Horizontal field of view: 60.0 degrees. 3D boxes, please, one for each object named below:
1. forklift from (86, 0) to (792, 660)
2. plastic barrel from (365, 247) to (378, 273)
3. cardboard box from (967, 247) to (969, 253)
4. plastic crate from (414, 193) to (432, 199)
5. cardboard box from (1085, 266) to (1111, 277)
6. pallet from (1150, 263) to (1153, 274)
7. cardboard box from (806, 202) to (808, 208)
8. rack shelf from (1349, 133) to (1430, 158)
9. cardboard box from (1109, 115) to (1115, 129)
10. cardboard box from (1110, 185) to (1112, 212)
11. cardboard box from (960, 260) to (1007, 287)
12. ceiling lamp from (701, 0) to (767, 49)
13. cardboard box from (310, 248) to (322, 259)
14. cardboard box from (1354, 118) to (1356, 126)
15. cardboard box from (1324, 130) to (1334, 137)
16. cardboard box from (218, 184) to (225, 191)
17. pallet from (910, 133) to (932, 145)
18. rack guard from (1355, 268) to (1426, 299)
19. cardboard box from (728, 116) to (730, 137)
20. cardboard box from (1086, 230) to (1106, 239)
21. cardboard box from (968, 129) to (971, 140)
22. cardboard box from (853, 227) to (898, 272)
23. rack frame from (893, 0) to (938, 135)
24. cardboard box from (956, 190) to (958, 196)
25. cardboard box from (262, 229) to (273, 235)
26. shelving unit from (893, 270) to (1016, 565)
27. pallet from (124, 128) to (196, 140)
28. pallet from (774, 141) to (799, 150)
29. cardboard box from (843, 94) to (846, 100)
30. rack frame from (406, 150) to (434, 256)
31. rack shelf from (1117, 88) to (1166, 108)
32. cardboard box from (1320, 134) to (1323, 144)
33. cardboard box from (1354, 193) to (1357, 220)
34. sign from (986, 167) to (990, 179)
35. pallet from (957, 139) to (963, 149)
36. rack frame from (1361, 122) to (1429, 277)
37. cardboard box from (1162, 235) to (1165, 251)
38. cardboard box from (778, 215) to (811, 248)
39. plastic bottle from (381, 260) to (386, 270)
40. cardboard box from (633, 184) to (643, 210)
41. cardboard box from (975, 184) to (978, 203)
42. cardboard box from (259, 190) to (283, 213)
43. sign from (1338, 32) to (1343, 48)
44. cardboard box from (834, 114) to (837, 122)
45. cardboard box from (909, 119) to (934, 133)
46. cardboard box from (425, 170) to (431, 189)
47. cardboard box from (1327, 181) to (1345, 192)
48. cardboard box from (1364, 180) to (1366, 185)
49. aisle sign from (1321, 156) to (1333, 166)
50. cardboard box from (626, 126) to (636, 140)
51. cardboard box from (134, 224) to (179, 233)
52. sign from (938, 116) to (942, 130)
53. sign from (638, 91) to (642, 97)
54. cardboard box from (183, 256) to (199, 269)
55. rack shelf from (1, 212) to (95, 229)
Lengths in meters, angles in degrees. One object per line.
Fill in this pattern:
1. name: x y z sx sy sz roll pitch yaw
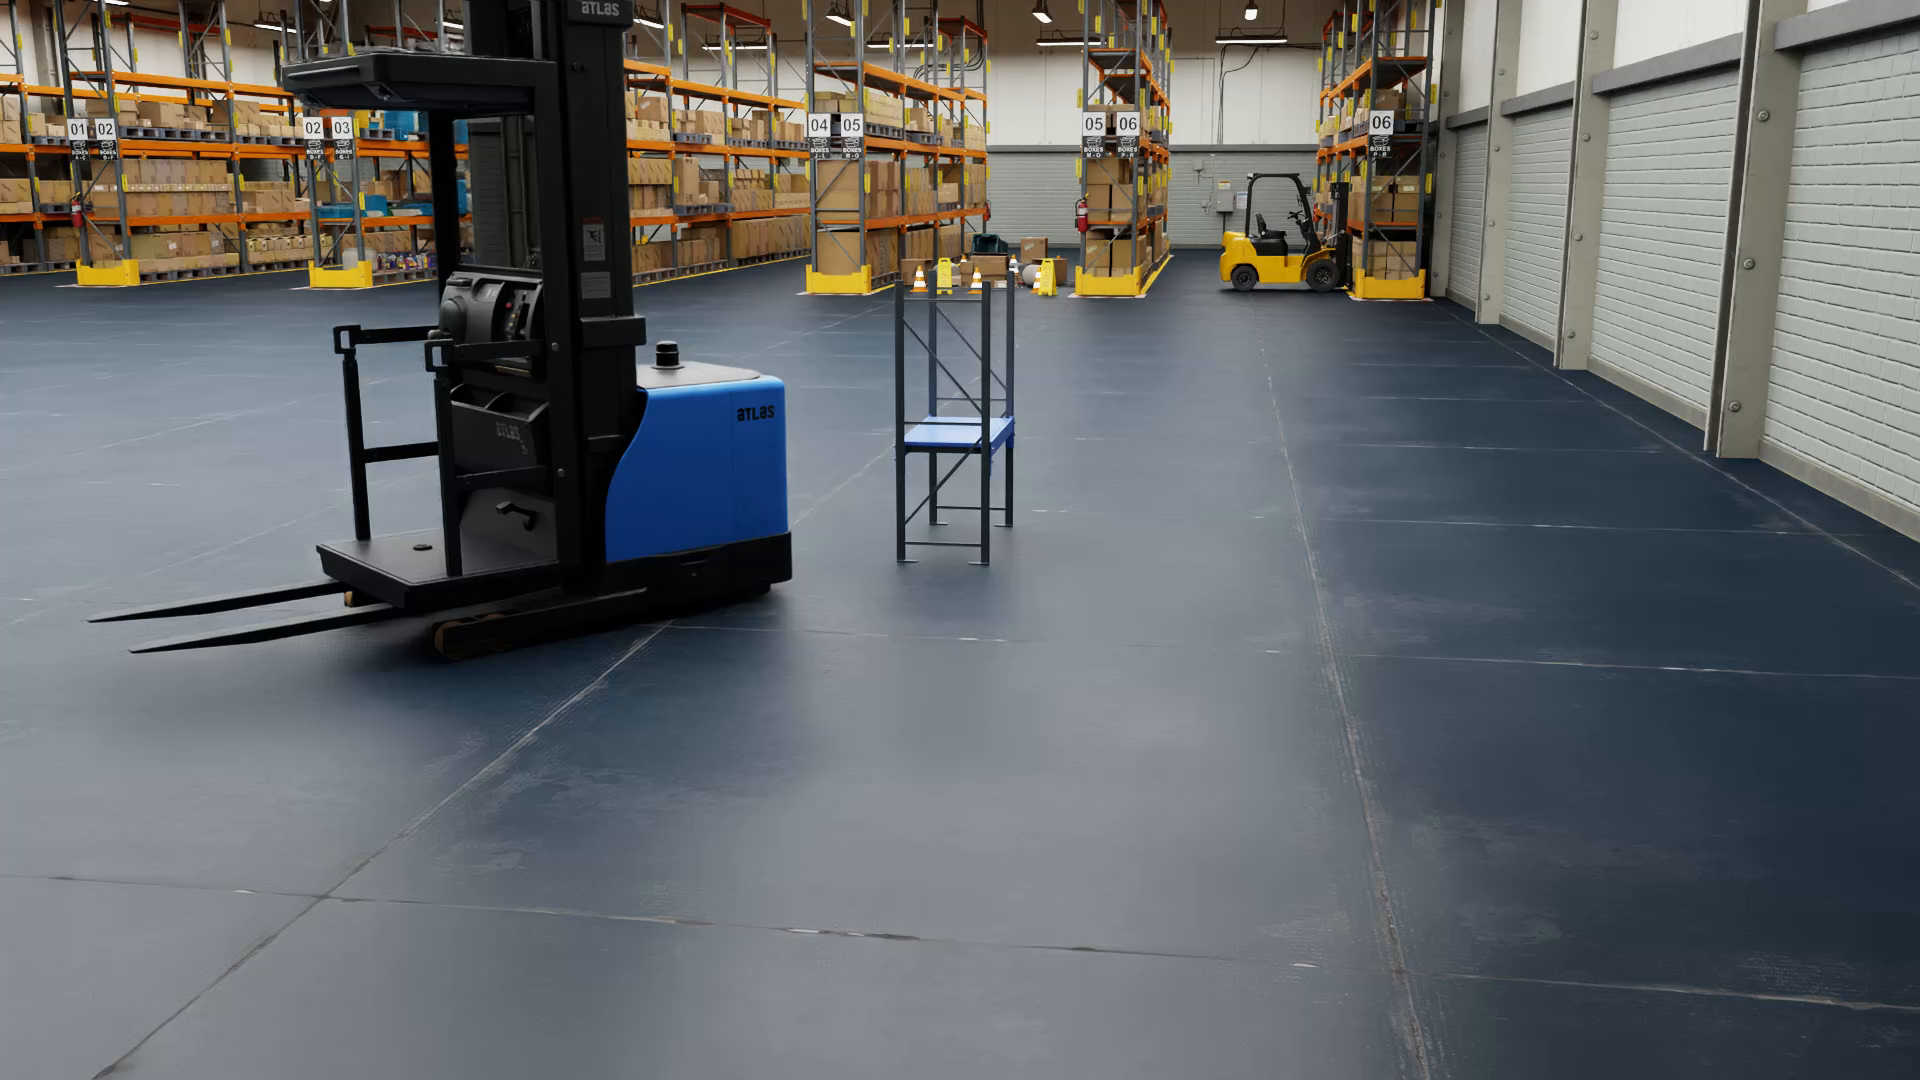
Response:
1. forklift: -2.278 -1.044 7.383 3.031 2.935 1.130 -10 16 -40
2. plastic barrel: -11.912 -5.620 33.360 0.421 0.512 0.421 0 12 0
3. cardboard box: 0.025 -7.475 42.830 0.380 0.149 0.250 2 12 10
4. plastic crate: -11.627 -7.362 36.381 0.402 0.464 0.583 2 12 9
5. cardboard box: 2.534 -4.949 30.866 0.500 0.250 0.500 2 12 8
6. pallet: 3.780 -6.045 37.042 1.003 0.211 1.213 2 12 9
7. cardboard box: -4.428 -9.295 46.102 0.380 0.149 0.250 2 12 9
8. rack shelf: 7.884 -7.276 30.725 1.077 0.370 4.000 2 12 9
9. cardboard box: 2.576 -7.663 30.463 0.500 0.250 0.500 2 12 8
10. cardboard box: 2.564 -6.326 30.783 0.500 0.500 0.500 2 12 9
11. cardboard box: 0.440 -5.133 32.116 0.797 0.503 0.637 -7 14 -30
12. ceiling lamp: -6.653 -15.981 48.432 2.000 3.185 0.800 2 12 9
13. cardboard box: -15.594 -6.850 39.688 0.500 0.250 0.500 2 12 8
14. cardboard box: 7.823 -8.092 32.165 0.380 0.149 0.250 2 12 10
15. cardboard box: 8.909 -9.739 39.806 0.380 0.149 0.250 2 12 9
16. cardboard box: -16.163 -7.632 36.010 0.380 0.149 0.250 2 12 7
17. pallet: -1.220 -8.716 36.143 1.003 0.211 1.213 2 12 11
18. rack guard: 7.573 -4.518 29.273 1.175 0.500 0.348 2 12 9
19. cardboard box: -5.868 -9.743 39.222 0.797 0.503 0.637 3 12 12
20. cardboard box: 2.527 -5.704 31.052 0.380 0.149 0.250 2 12 10
21. cardboard box: 0.003 -10.376 42.570 0.500 0.250 0.500 2 12 8
22. cardboard box: -1.786 -5.915 33.869 0.875 0.875 0.875 2 12 10
23. rack frame: -1.005 -10.643 37.518 1.000 3.000 0.127 2 12 9
24. cardboard box: -0.256 -8.681 41.550 0.380 0.149 0.250 2 12 10
25. cardboard box: -19.661 -8.446 46.502 0.700 0.500 0.500 2 12 8
26. shelving unit: -0.013 -0.715 9.253 0.538 1.500 1.048 2 12 9
27. pallet: -16.589 -8.372 34.313 1.003 0.211 1.213 2 12 9
28. pallet: -4.949 -10.571 44.514 1.003 0.211 1.213 2 12 9
29. cardboard box: -2.361 -8.325 31.350 0.380 0.149 0.250 2 12 9
30. rack frame: -11.399 -7.220 35.874 1.000 3.000 0.127 2 12 9
31. rack shelf: 4.209 -10.373 38.921 1.077 0.370 4.000 2 12 9
32. cardboard box: 9.550 -10.318 42.782 0.500 0.250 0.500 2 12 7
33. cardboard box: 7.627 -6.225 31.019 0.500 0.500 0.500 2 12 9
34. sign: 0.771 -10.074 45.619 0.100 0.325 0.005 2 12 9
35. pallet: -0.590 -9.792 41.137 1.213 0.211 1.003 2 12 9
36. rack frame: 7.577 -5.745 29.033 1.000 3.000 0.127 2 12 9
37. cardboard box: 4.857 -7.670 43.048 0.875 0.438 0.875 2 12 7
38. cardboard box: -4.679 -8.588 46.270 0.875 0.875 0.875 2 12 9
39. plastic bottle: -11.952 -5.711 34.471 0.097 0.201 0.097 0 12 0
40. cardboard box: -6.843 -6.849 33.210 0.875 0.500 0.500 2 12 9
41. cardboard box: 0.171 -9.152 43.895 0.500 0.500 0.500 3 12 11
42. cardboard box: -16.001 -7.803 38.344 0.500 0.500 0.500 2 12 9
43. sign: 8.269 -10.854 36.094 0.100 0.325 0.005 2 12 9
44. cardboard box: -2.479 -7.775 30.693 0.380 0.149 0.250 2 12 9
45. cardboard box: -0.869 -9.160 36.734 0.500 0.311 0.500 2 12 9
46. cardboard box: -14.634 -9.780 45.145 0.500 0.500 0.500 1 12 7
47. cardboard box: 8.875 -8.012 38.310 0.797 0.503 0.637 2 12 7
48. cardboard box: 7.444 -6.446 29.800 0.380 0.149 0.250 2 12 10
49. aisle sign: 9.758 -10.371 44.324 0.394 0.787 0.004 2 12 9
50. cardboard box: -6.638 -7.922 32.369 0.500 0.250 0.500 2 12 8
51. cardboard box: -20.331 -7.677 42.100 0.750 0.750 0.750 2 12 8
52. sign: -0.458 -9.448 37.680 0.100 0.325 0.005 2 12 9
53. sign: -9.008 -12.478 46.800 0.100 0.325 0.005 2 12 9
54. cardboard box: -16.374 -5.826 34.937 0.500 0.250 0.500 2 12 9
55. rack shelf: -20.881 -7.605 39.371 1.077 0.370 4.000 2 12 9
